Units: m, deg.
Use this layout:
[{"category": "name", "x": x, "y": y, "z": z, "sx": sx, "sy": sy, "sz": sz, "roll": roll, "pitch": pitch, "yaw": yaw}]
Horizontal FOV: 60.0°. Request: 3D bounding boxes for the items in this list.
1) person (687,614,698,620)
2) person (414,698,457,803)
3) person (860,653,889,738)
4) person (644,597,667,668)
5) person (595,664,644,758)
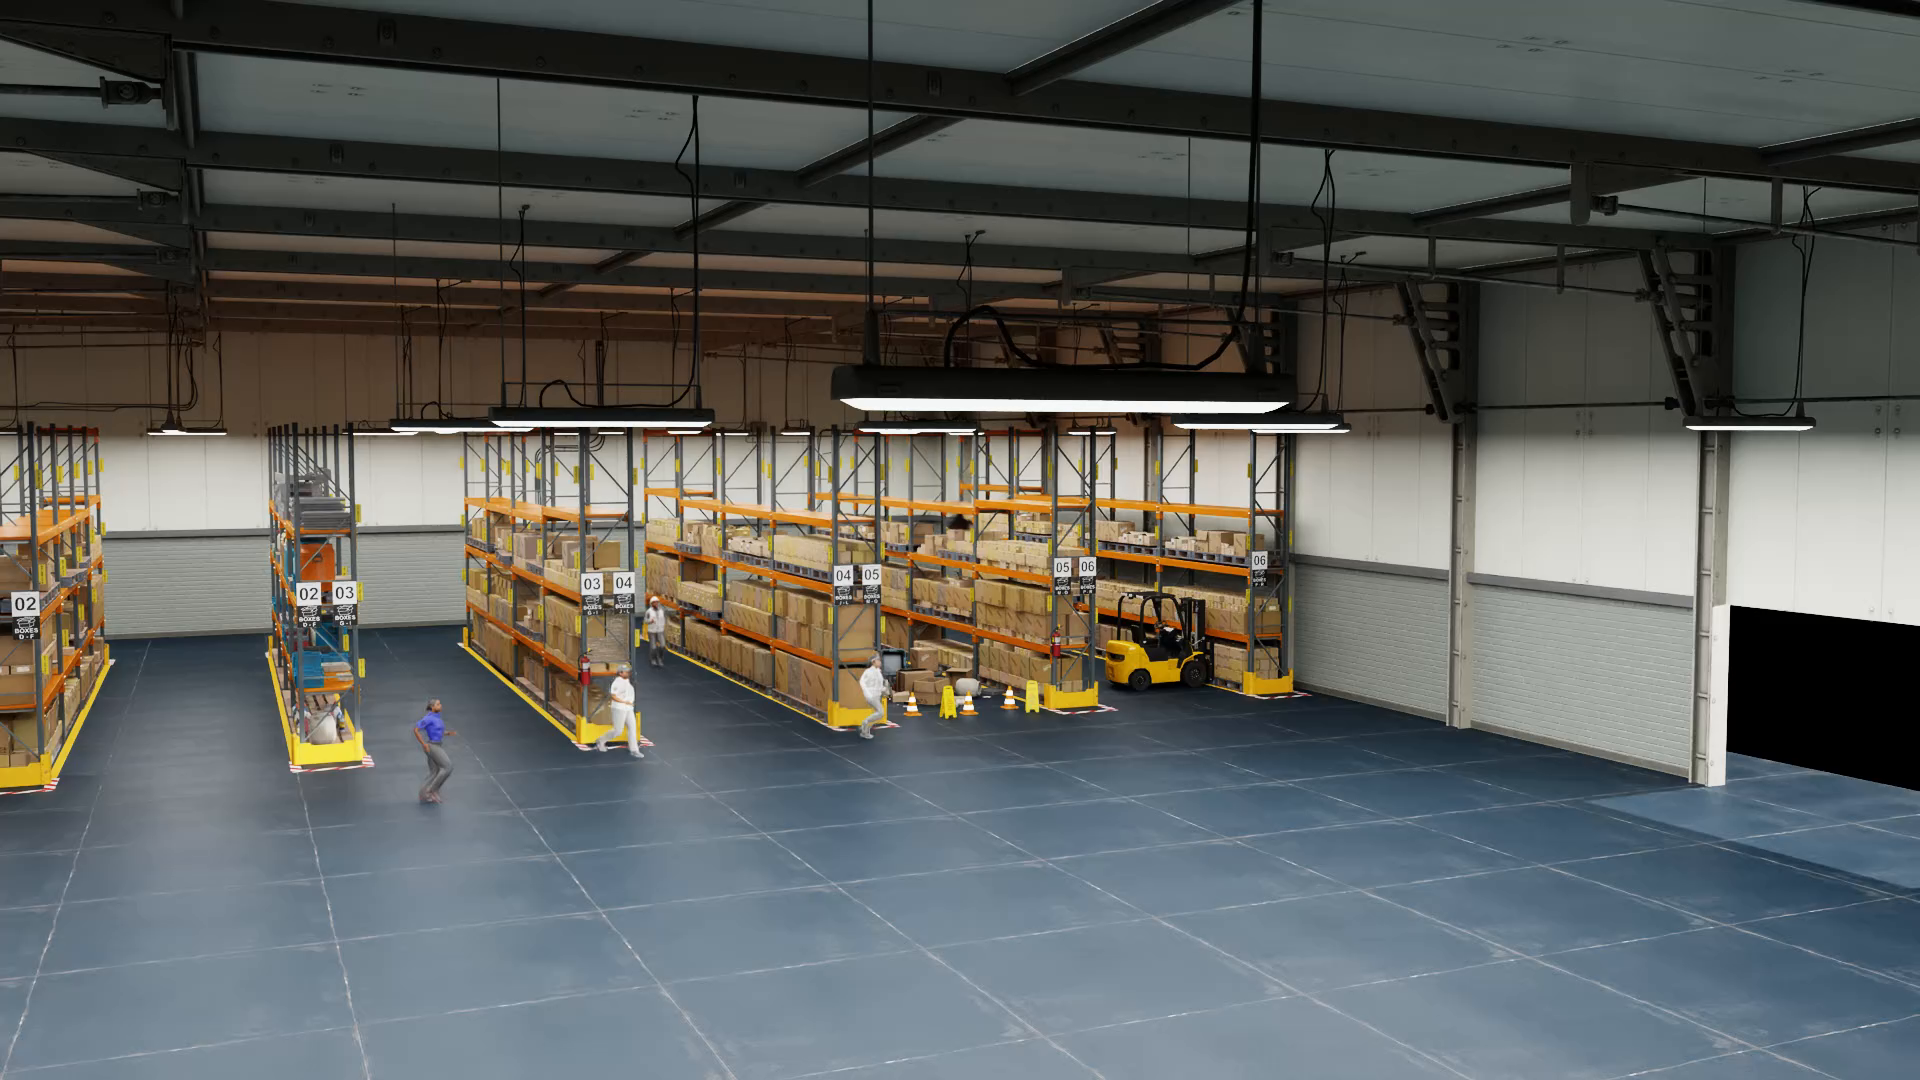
[{"category": "person", "x": -7.992, "y": 1.857, "z": 49.311, "sx": 0.889, "sy": 1.724, "sz": 0.734, "roll": 3, "pitch": 4, "yaw": 38}, {"category": "person", "x": -8.215, "y": 3.300, "z": 26.111, "sx": 0.628, "sy": 1.638, "sz": 0.561, "roll": 0, "pitch": 4, "yaw": -7}, {"category": "person", "x": -1.629, "y": 2.967, "z": 31.727, "sx": 0.568, "sy": 1.617, "sz": 0.575, "roll": 1, "pitch": 4, "yaw": 23}, {"category": "person", "x": -7.582, "y": 2.281, "z": 41.574, "sx": 0.640, "sy": 1.732, "sz": 0.669, "roll": -1, "pitch": 4, "yaw": -22}, {"category": "person", "x": -6.088, "y": 3.073, "z": 29.926, "sx": 0.917, "sy": 1.660, "sz": 0.637, "roll": 1, "pitch": 4, "yaw": 15}]
